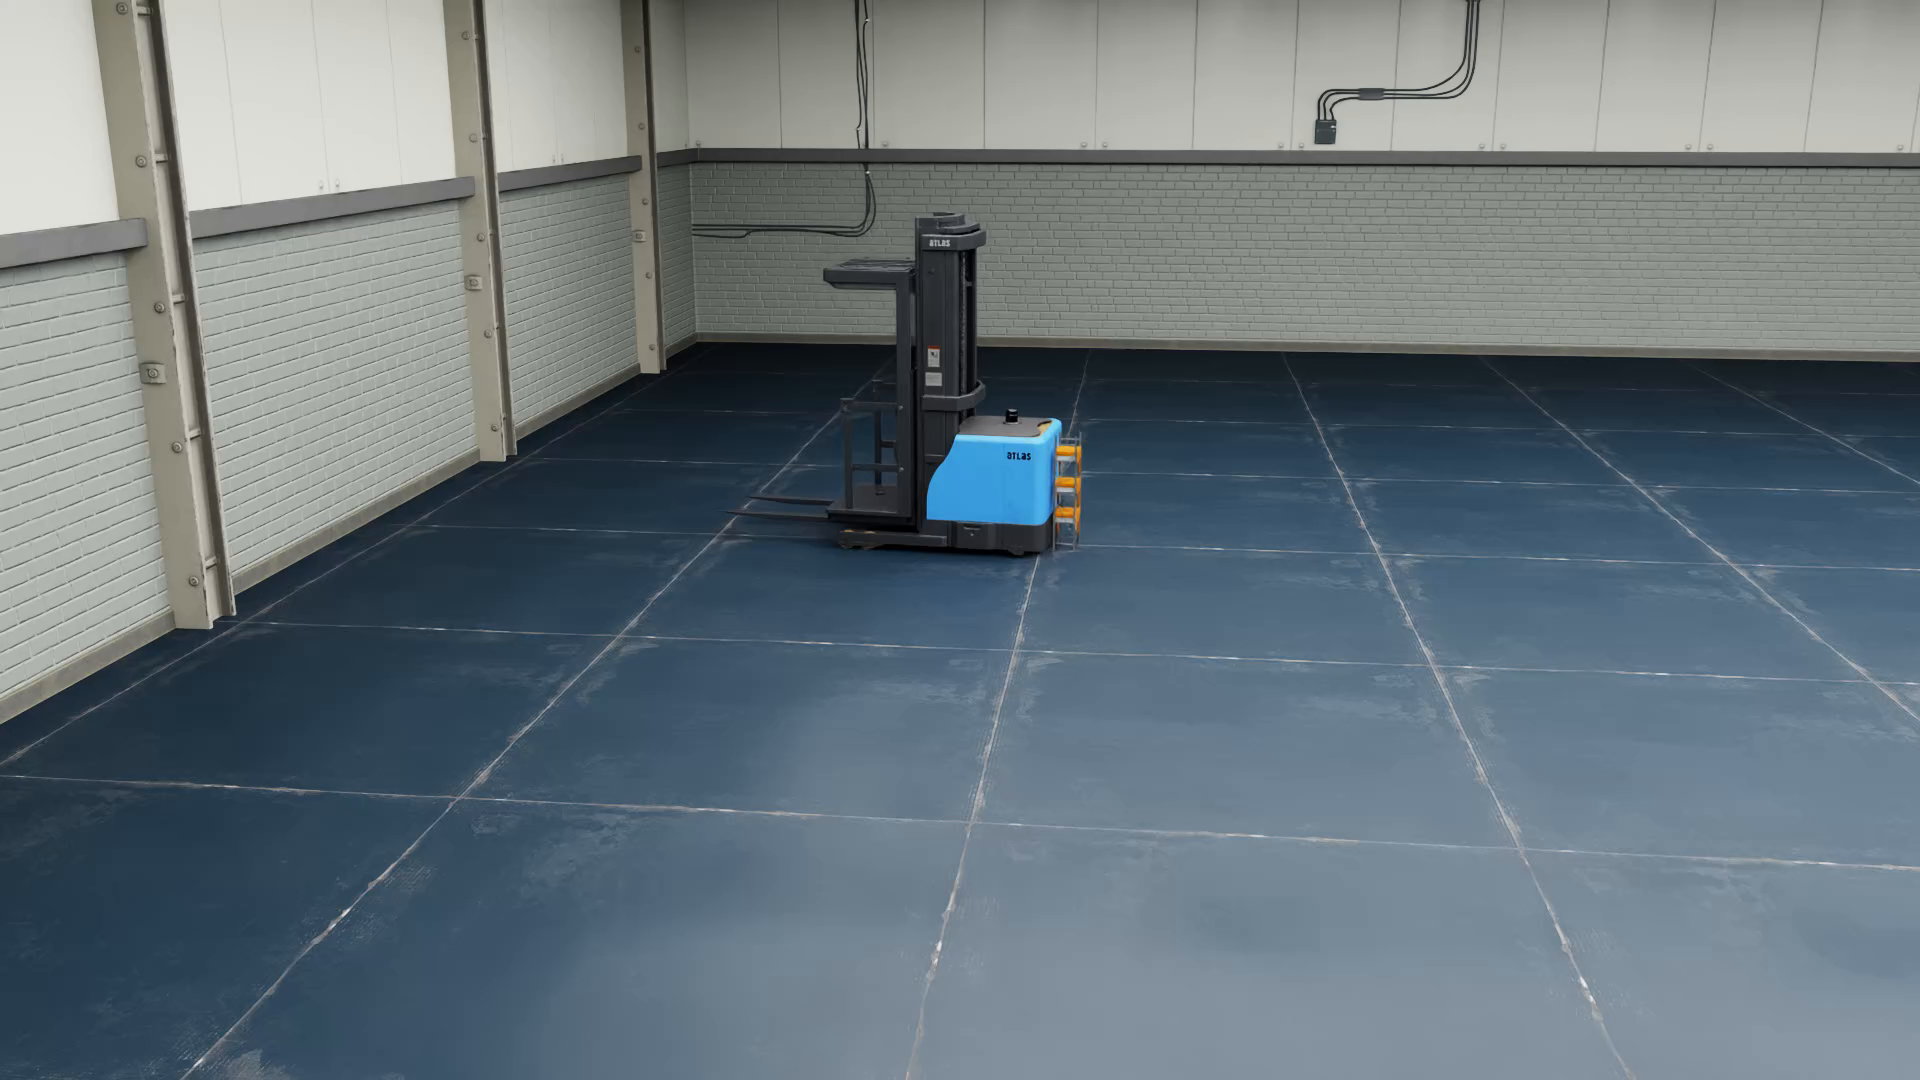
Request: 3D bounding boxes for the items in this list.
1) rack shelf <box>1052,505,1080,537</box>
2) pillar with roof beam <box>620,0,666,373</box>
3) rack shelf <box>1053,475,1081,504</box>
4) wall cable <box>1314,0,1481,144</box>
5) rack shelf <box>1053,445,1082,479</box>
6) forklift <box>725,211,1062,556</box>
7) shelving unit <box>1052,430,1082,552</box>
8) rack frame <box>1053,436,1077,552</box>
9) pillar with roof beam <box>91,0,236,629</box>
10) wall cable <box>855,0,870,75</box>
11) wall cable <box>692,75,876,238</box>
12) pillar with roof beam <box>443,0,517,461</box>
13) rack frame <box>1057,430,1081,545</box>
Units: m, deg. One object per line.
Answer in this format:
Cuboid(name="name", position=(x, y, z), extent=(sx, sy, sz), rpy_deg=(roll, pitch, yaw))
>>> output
Cuboid(name="rack shelf", position=(0.955, -0.158, 14.928), extent=(0.215, 0.259, 0.240), rpy_deg=(3, 16, 12))
Cuboid(name="pillar with roof beam", position=(-0.242, -6.702, 22.797), extent=(9.100, 9.000, 0.400), rpy_deg=(2, 15, 6))
Cuboid(name="rack shelf", position=(0.956, -0.426, 14.855), extent=(0.215, 0.259, 0.240), rpy_deg=(3, 16, 12))
Cuboid(name="wall cable", position=(6.558, -8.912, 24.454), extent=(2.305, 6.003, 0.169), rpy_deg=(2, 15, 6))
Cuboid(name="rack shelf", position=(0.956, -0.700, 14.781), extent=(0.215, 0.259, 0.240), rpy_deg=(3, 16, 12))
Cuboid(name="forklift", position=(-0.626, -1.458, 15.027), extent=(3.031, 2.935, 1.130), rpy_deg=(3, 15, 12))
Cuboid(name="shelving unit", position=(0.956, -0.437, 14.852), extent=(0.215, 1.050, 0.252), rpy_deg=(3, 16, 12))
Cuboid(name="rack frame", position=(0.929, -0.405, 14.737), extent=(0.200, 1.050, 0.008), rpy_deg=(3, 16, 12))
Cuboid(name="pillar with roof beam", position=(-1.596, -3.590, 11.287), extent=(9.100, 9.000, 0.400), rpy_deg=(2, 15, 6))
Cuboid(name="wall cable", position=(-0.185, -8.414, 25.399), extent=(3.097, 2.526, 0.112), rpy_deg=(2, 15, 6))
Cuboid(name="wall cable", position=(-2.874, -6.055, 26.353), extent=(3.097, 2.526, 0.112), rpy_deg=(2, 15, 6))
Cuboid(name="pillar with roof beam", position=(-0.919, -5.146, 17.042), extent=(9.100, 9.000, 0.400), rpy_deg=(2, 15, 6))
Cuboid(name="rack frame", position=(0.983, -0.468, 14.967), extent=(0.200, 1.050, 0.008), rpy_deg=(3, 16, 12))
